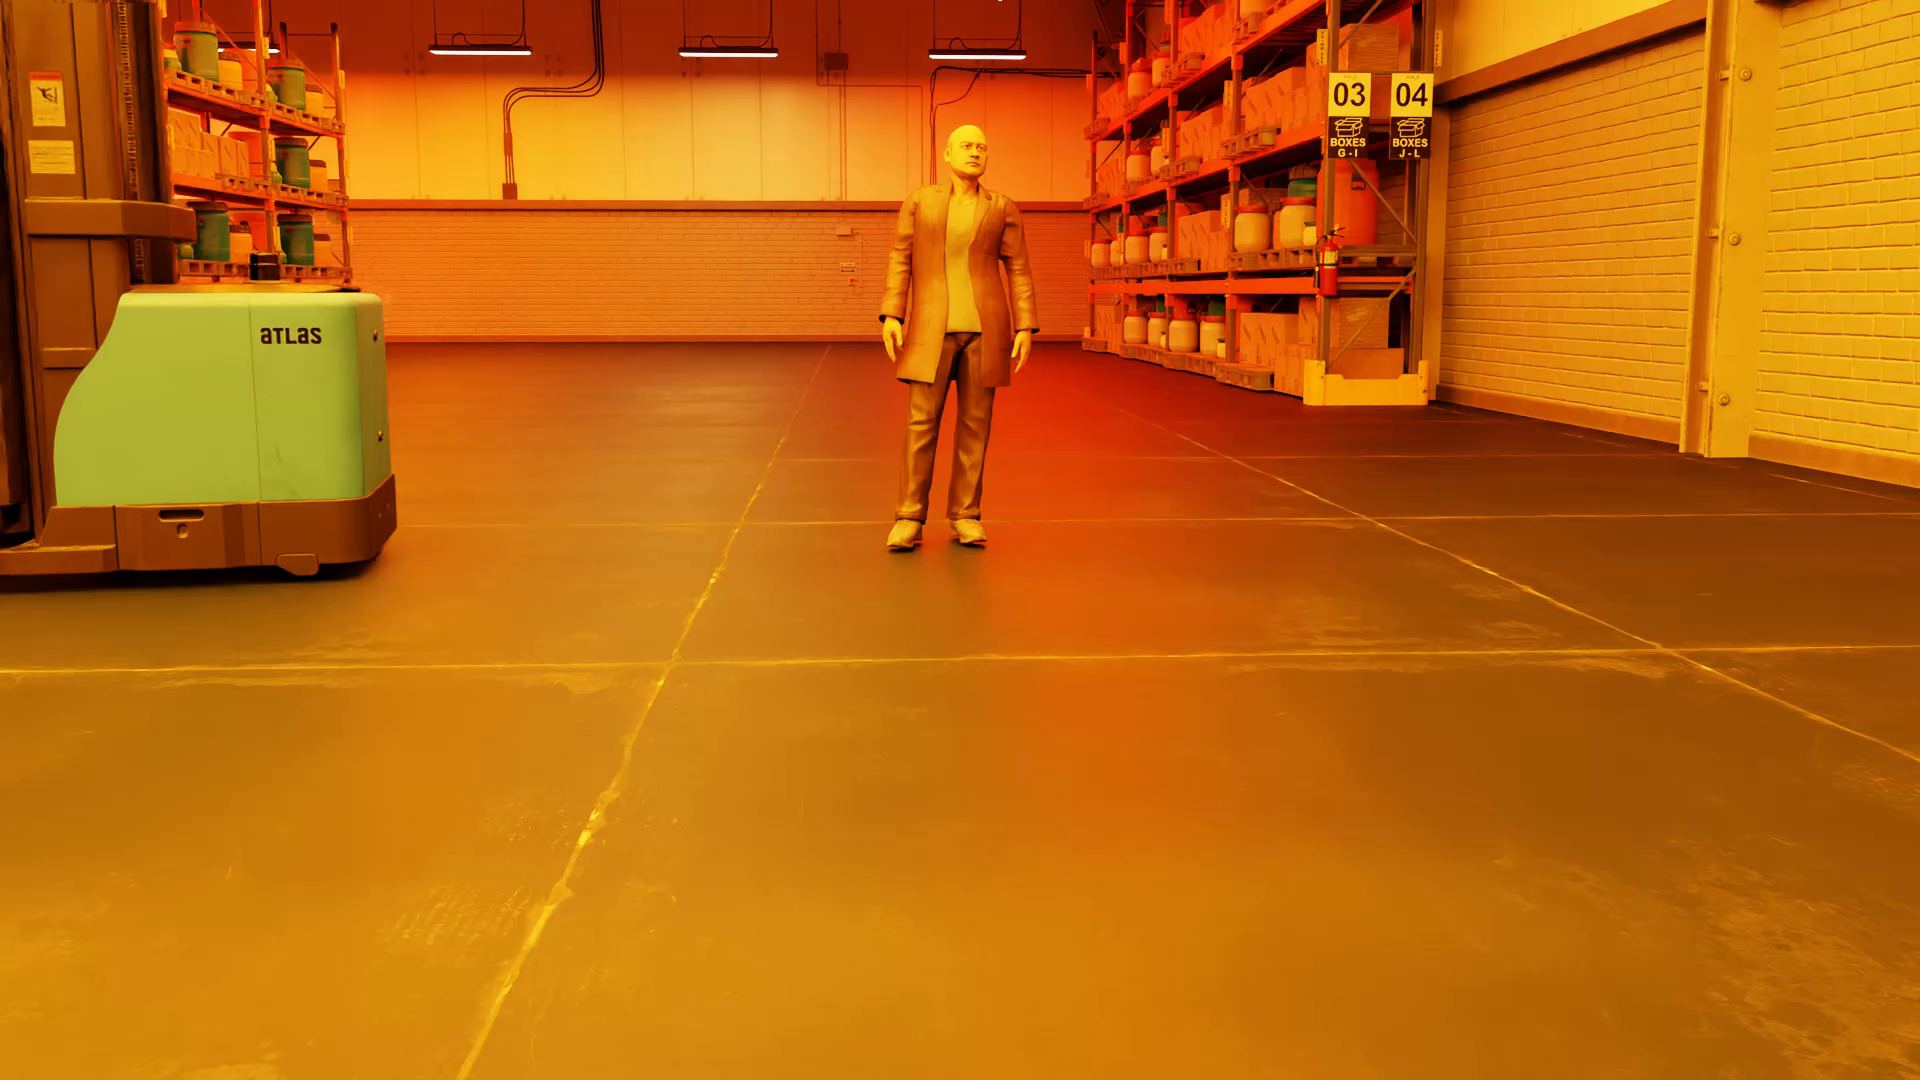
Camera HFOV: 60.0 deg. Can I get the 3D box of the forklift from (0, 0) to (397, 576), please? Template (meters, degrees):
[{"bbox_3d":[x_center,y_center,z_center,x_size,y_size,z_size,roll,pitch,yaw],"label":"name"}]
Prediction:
[{"bbox_3d":[-3.813,-1.321,6.228,3.031,2.935,1.130,-2,9,-12],"label":"forklift"}]

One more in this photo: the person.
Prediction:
[{"bbox_3d":[0.001,-0.873,7.089,0.696,1.775,0.582,-1,8,-4],"label":"person"}]
